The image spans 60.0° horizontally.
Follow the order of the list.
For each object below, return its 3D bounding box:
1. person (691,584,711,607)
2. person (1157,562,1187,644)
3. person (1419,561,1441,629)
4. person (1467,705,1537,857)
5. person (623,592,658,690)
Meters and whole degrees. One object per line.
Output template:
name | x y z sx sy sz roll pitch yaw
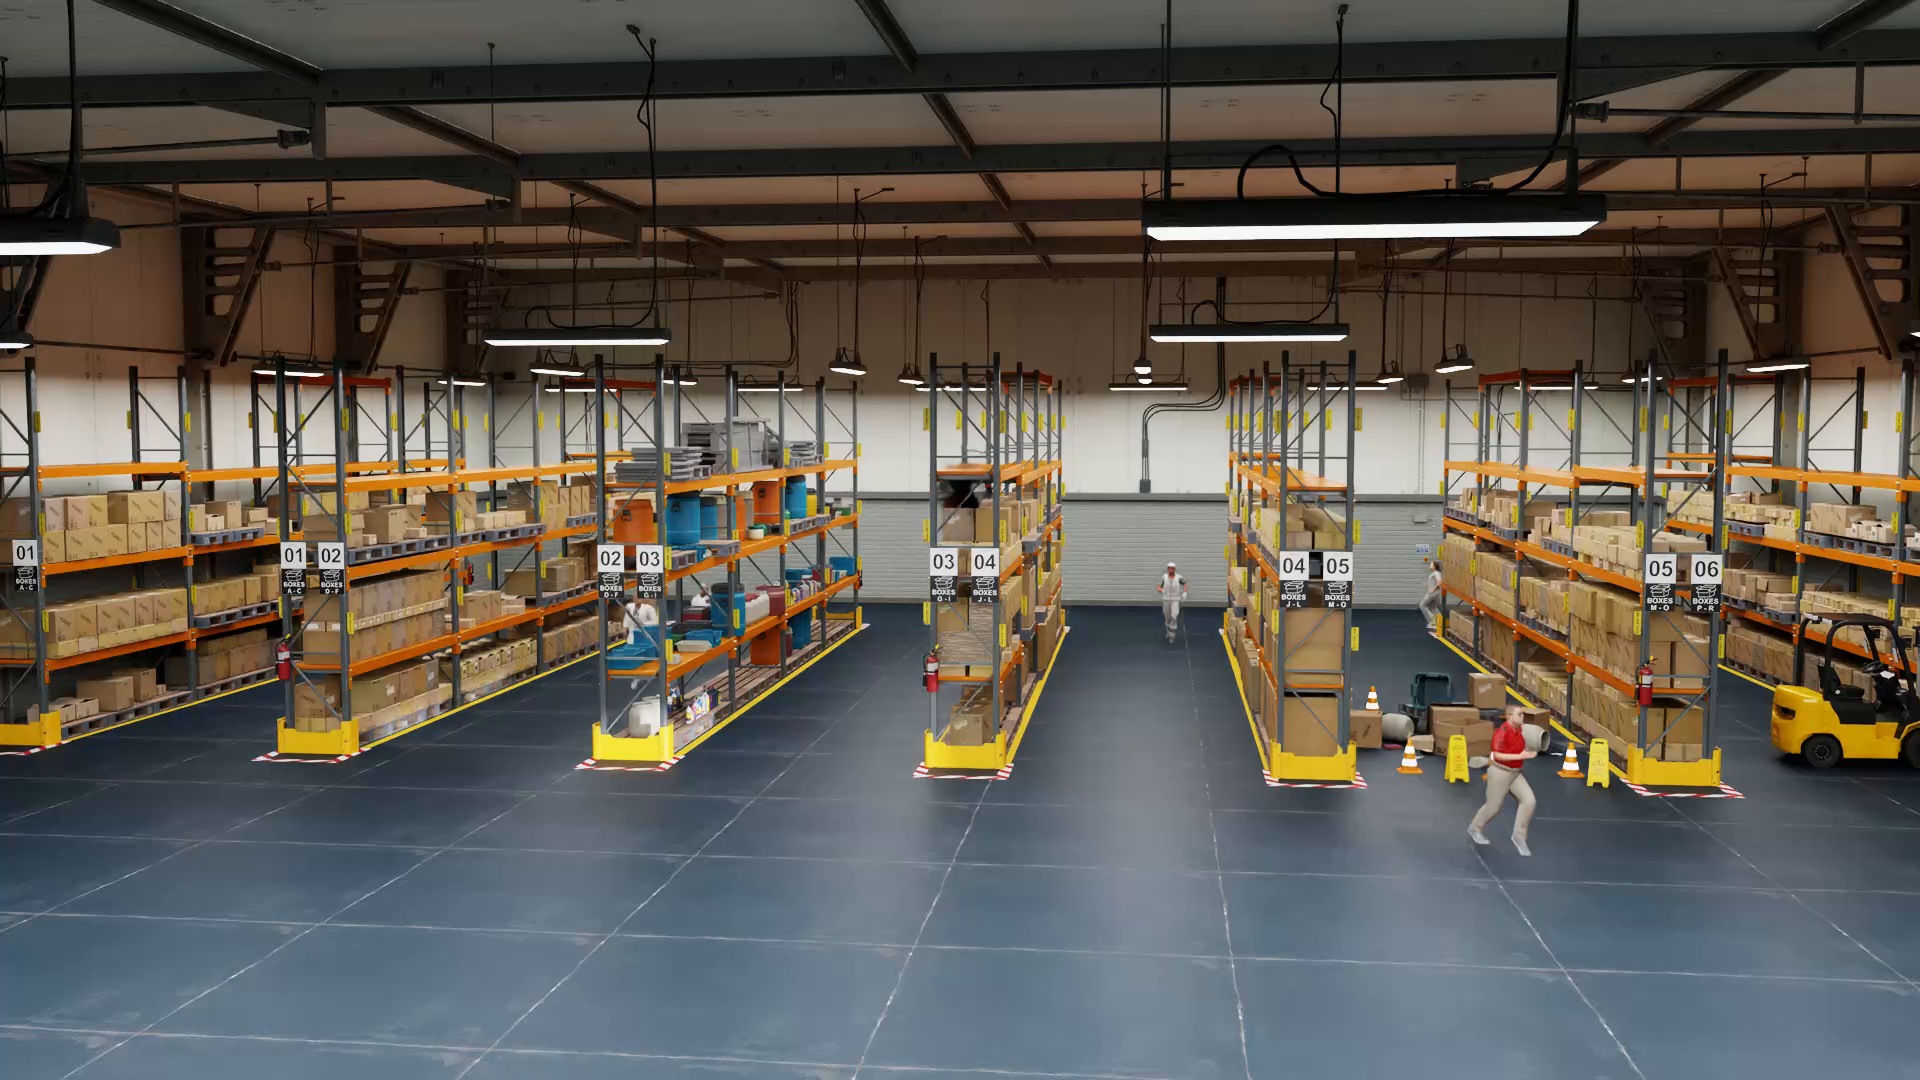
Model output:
person | -5.409 1.727 35.065 0.616 1.627 0.550 0 4 5
person | 4.836 1.417 38.004 0.681 1.826 0.859 1 4 14
person | 11.414 1.327 40.206 0.578 1.662 0.577 2 4 24
person | 6.342 2.790 19.376 0.686 1.781 0.846 -4 5 -42
person | -6.083 1.877 31.654 0.734 1.805 1.058 1 4 7
